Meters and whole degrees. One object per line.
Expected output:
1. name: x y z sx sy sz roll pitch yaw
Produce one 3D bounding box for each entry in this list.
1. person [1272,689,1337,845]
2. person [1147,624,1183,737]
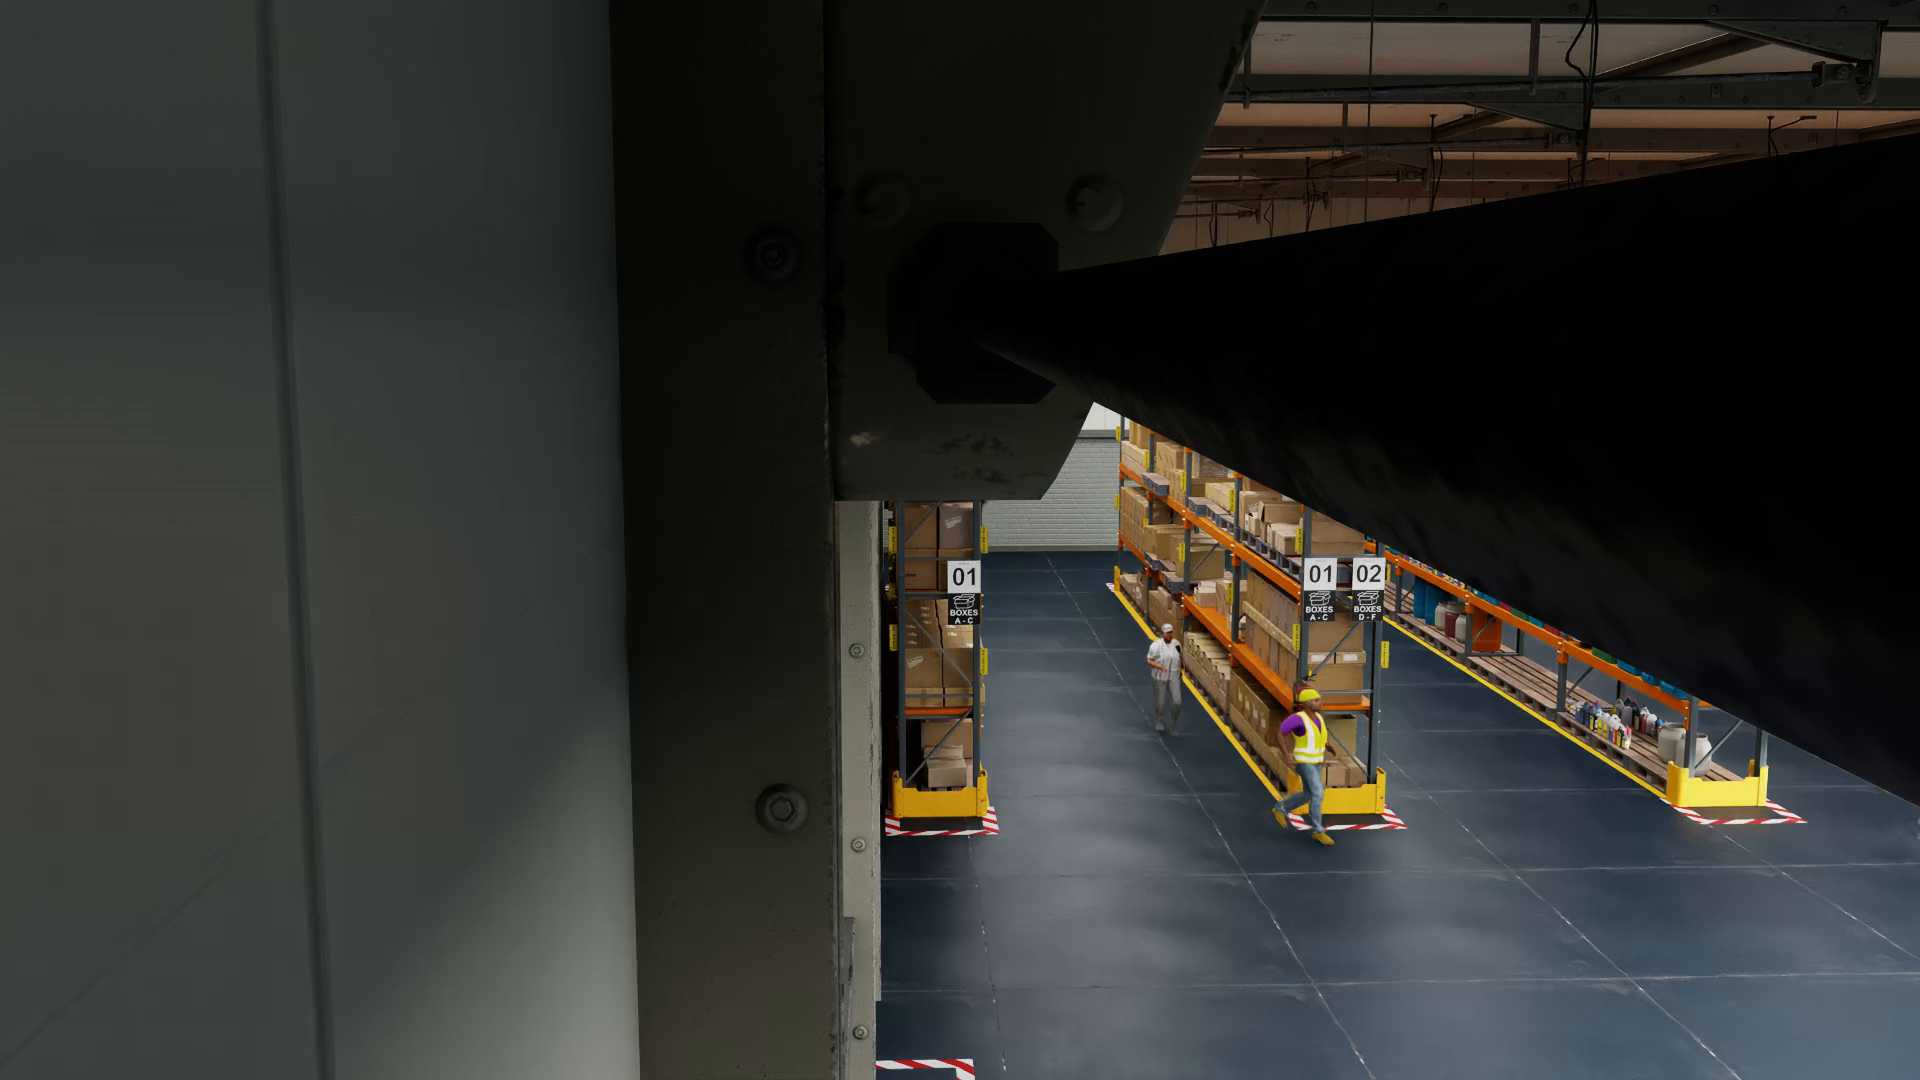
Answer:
1. person: 4.143 2.640 19.677 0.877 1.750 0.743 7 11 41
2. person: 3.010 2.053 24.247 0.597 1.698 0.695 -1 8 -6
